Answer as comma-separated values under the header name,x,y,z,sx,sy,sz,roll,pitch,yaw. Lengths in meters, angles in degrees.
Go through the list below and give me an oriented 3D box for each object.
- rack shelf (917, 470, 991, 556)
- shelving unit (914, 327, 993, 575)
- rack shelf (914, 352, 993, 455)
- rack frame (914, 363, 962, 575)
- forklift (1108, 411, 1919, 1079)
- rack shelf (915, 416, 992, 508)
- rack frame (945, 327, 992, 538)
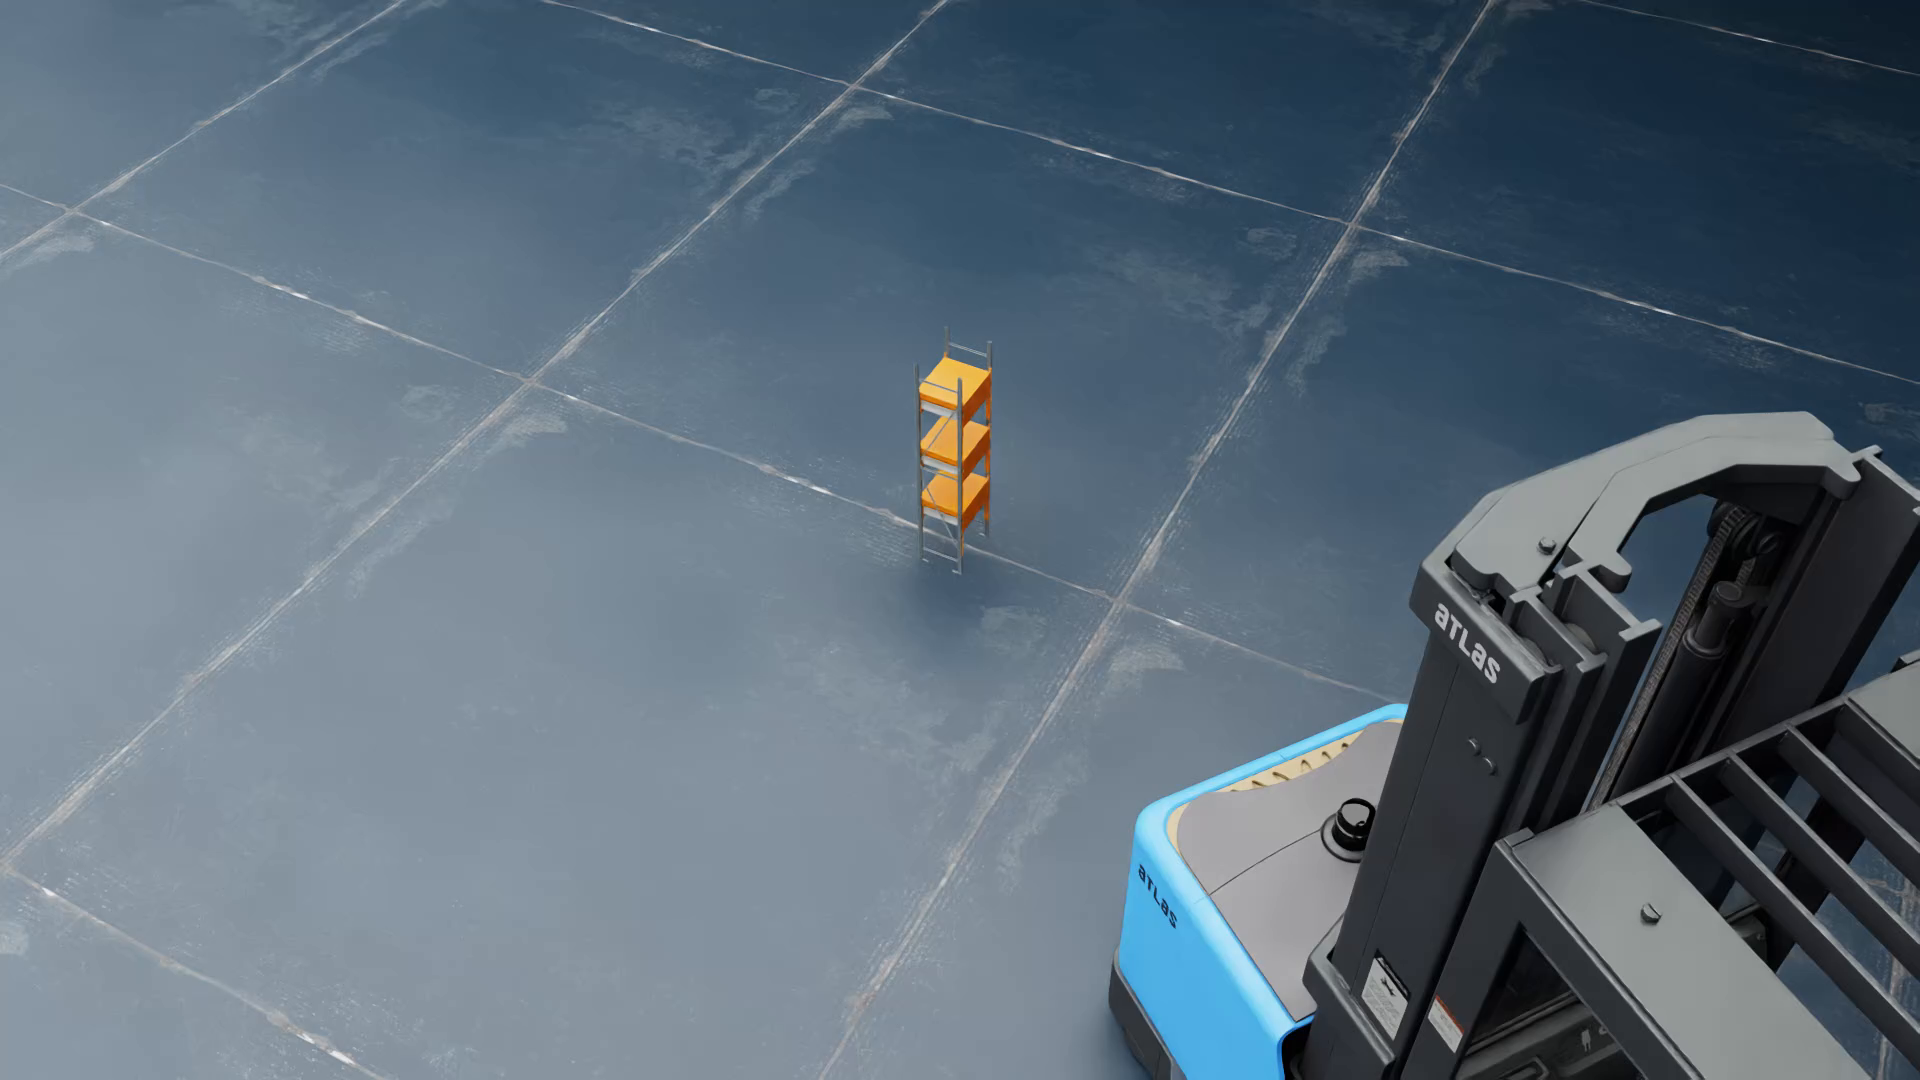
name,x,y,z,sx,sy,sz,roll,pitch,yaw
rack shelf,-0.025,-0.133,6.828,0.215,0.259,0.240,20,49,19
shelving unit,-0.025,-0.335,6.623,0.215,1.050,0.252,20,49,19
rack shelf,-0.025,-0.527,6.429,0.215,0.259,0.240,20,49,19
rack frame,-0.081,-0.258,6.547,0.200,1.050,0.008,20,49,19
forklift,1.582,1.294,3.691,1.130,2.935,3.031,-19,48,-18
rack shelf,-0.025,-0.328,6.631,0.215,0.259,0.240,20,49,19
rack frame,0.032,-0.412,6.699,0.200,1.050,0.008,20,49,19
